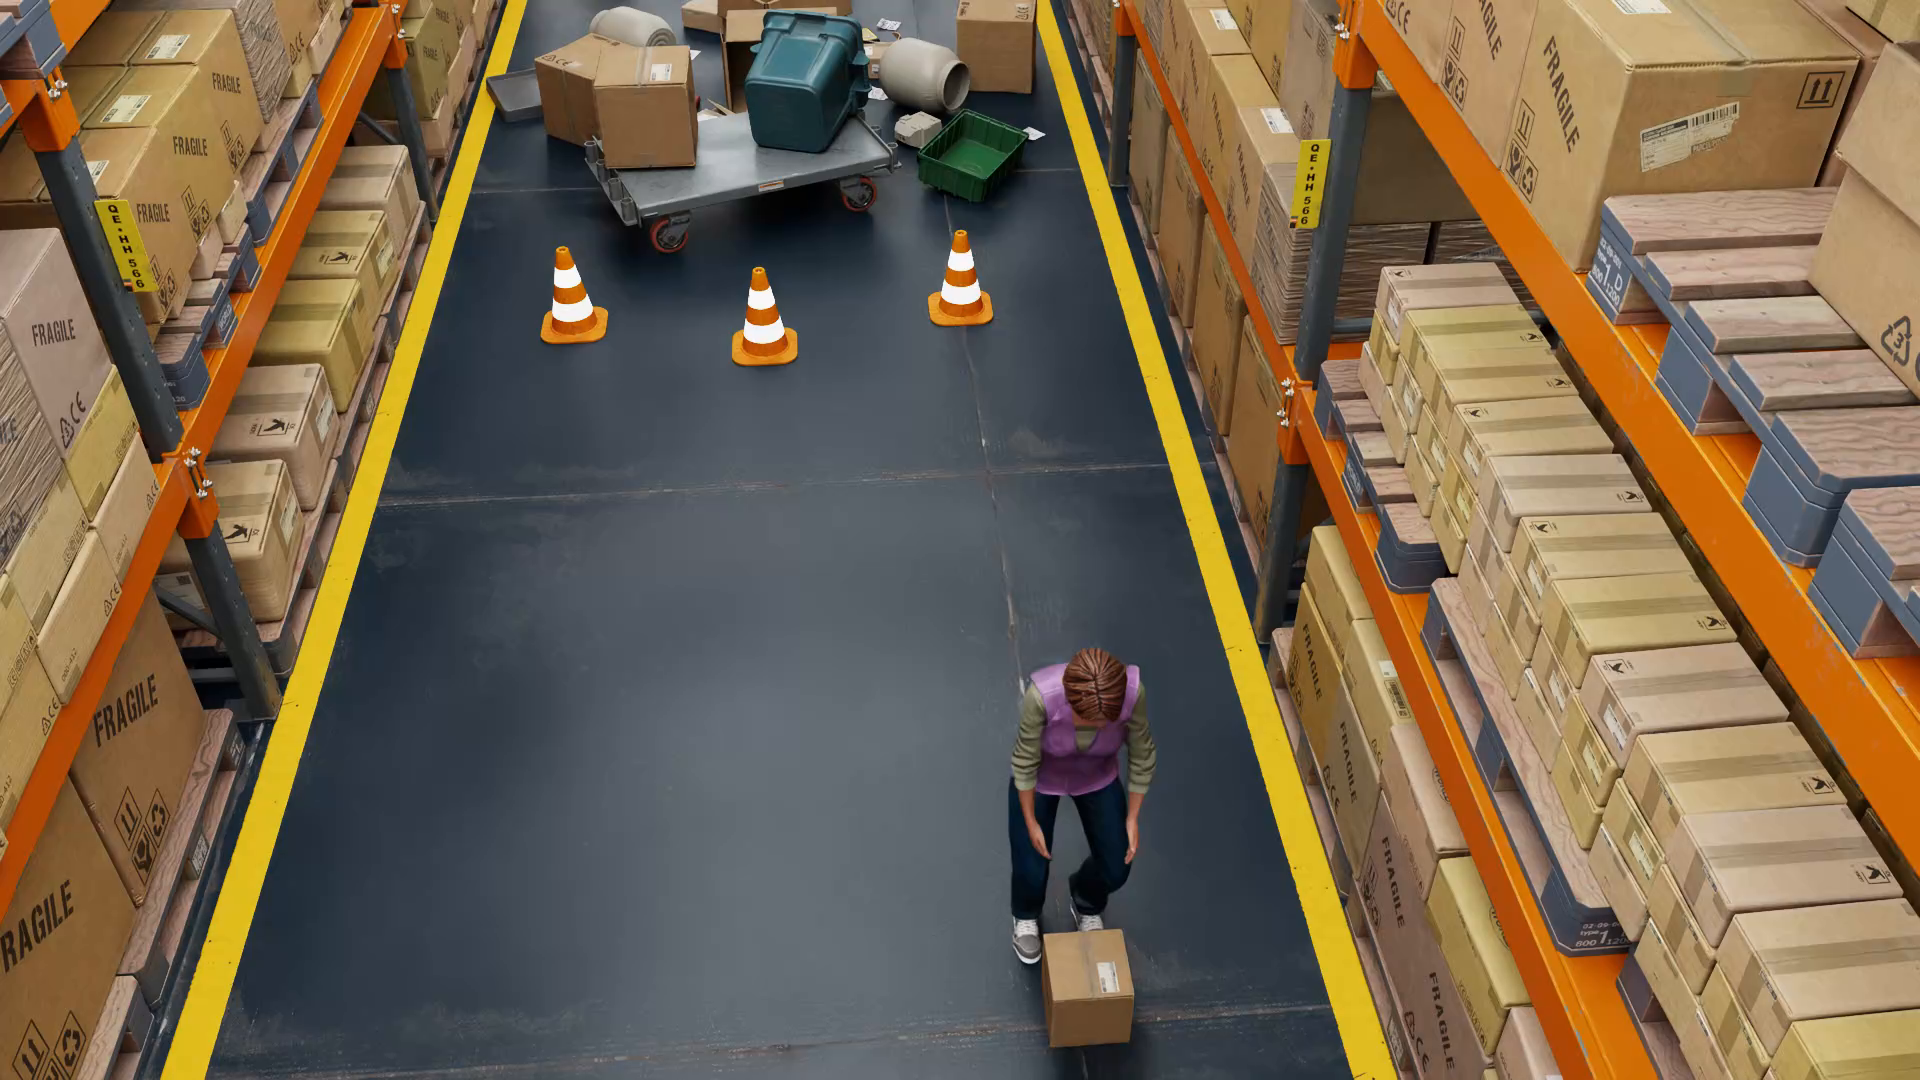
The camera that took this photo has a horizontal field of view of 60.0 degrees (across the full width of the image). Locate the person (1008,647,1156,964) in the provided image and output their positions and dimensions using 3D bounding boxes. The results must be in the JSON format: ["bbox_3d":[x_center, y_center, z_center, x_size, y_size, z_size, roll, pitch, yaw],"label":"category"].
[{"bbox_3d":[0.377,0.810,5.299,0.451,1.464,0.518,-3,40,-4],"label":"person"}]
